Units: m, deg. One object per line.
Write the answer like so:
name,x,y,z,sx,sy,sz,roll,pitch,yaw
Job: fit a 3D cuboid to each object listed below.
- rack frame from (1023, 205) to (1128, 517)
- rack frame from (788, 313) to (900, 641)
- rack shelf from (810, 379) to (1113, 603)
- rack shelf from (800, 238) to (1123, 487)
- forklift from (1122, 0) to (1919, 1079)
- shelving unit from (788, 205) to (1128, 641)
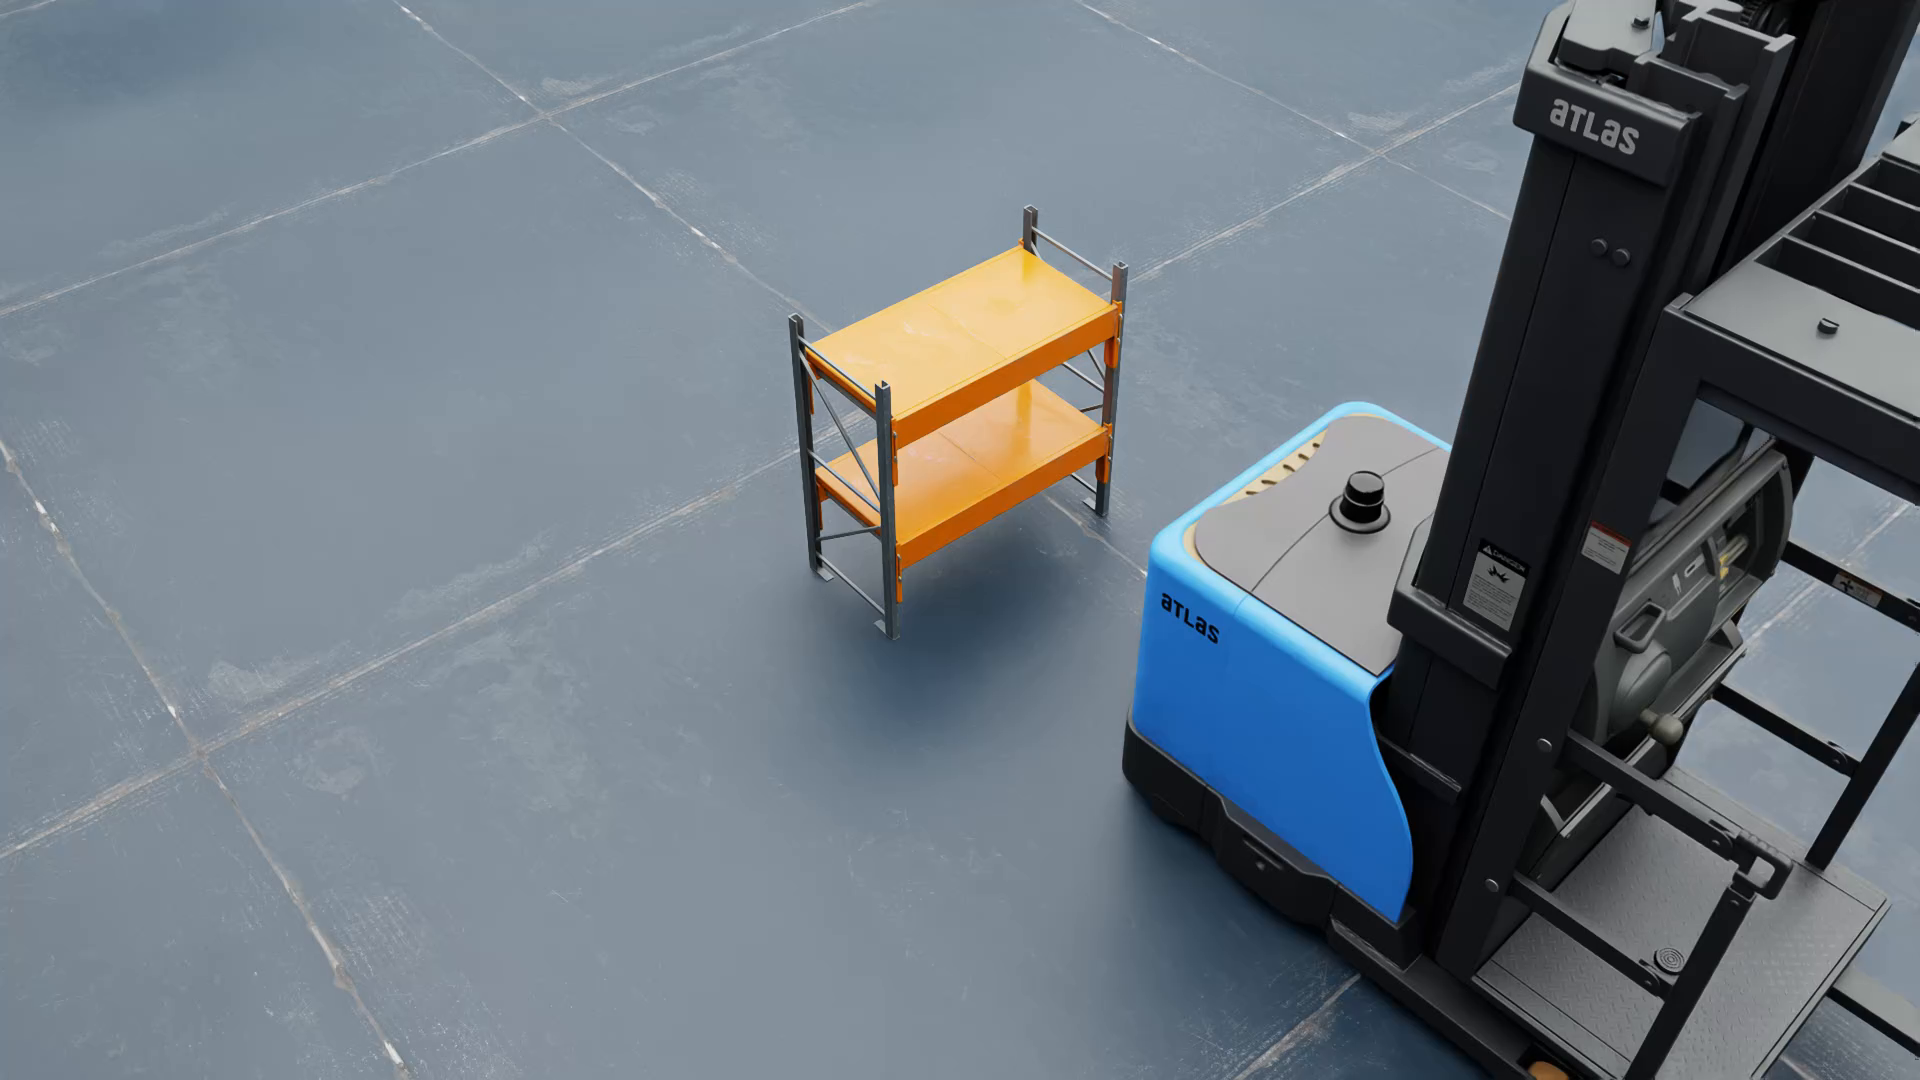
rack frame,0.395,-0.636,6.106,0.032,1.125,0.500,-30,51,-28
rack frame,-0.385,-0.190,5.630,0.032,1.125,0.500,-30,51,-28
rack shelf,0.005,-0.235,6.035,1.000,0.278,0.538,-30,51,-28
rack shelf,0.005,-0.626,5.668,1.000,0.278,0.538,-30,51,-28
forklift,1.902,0.216,3.879,1.130,2.935,3.031,-33,52,-30
shelving unit,0.005,-0.413,5.868,1.048,1.125,0.538,-30,51,-28
